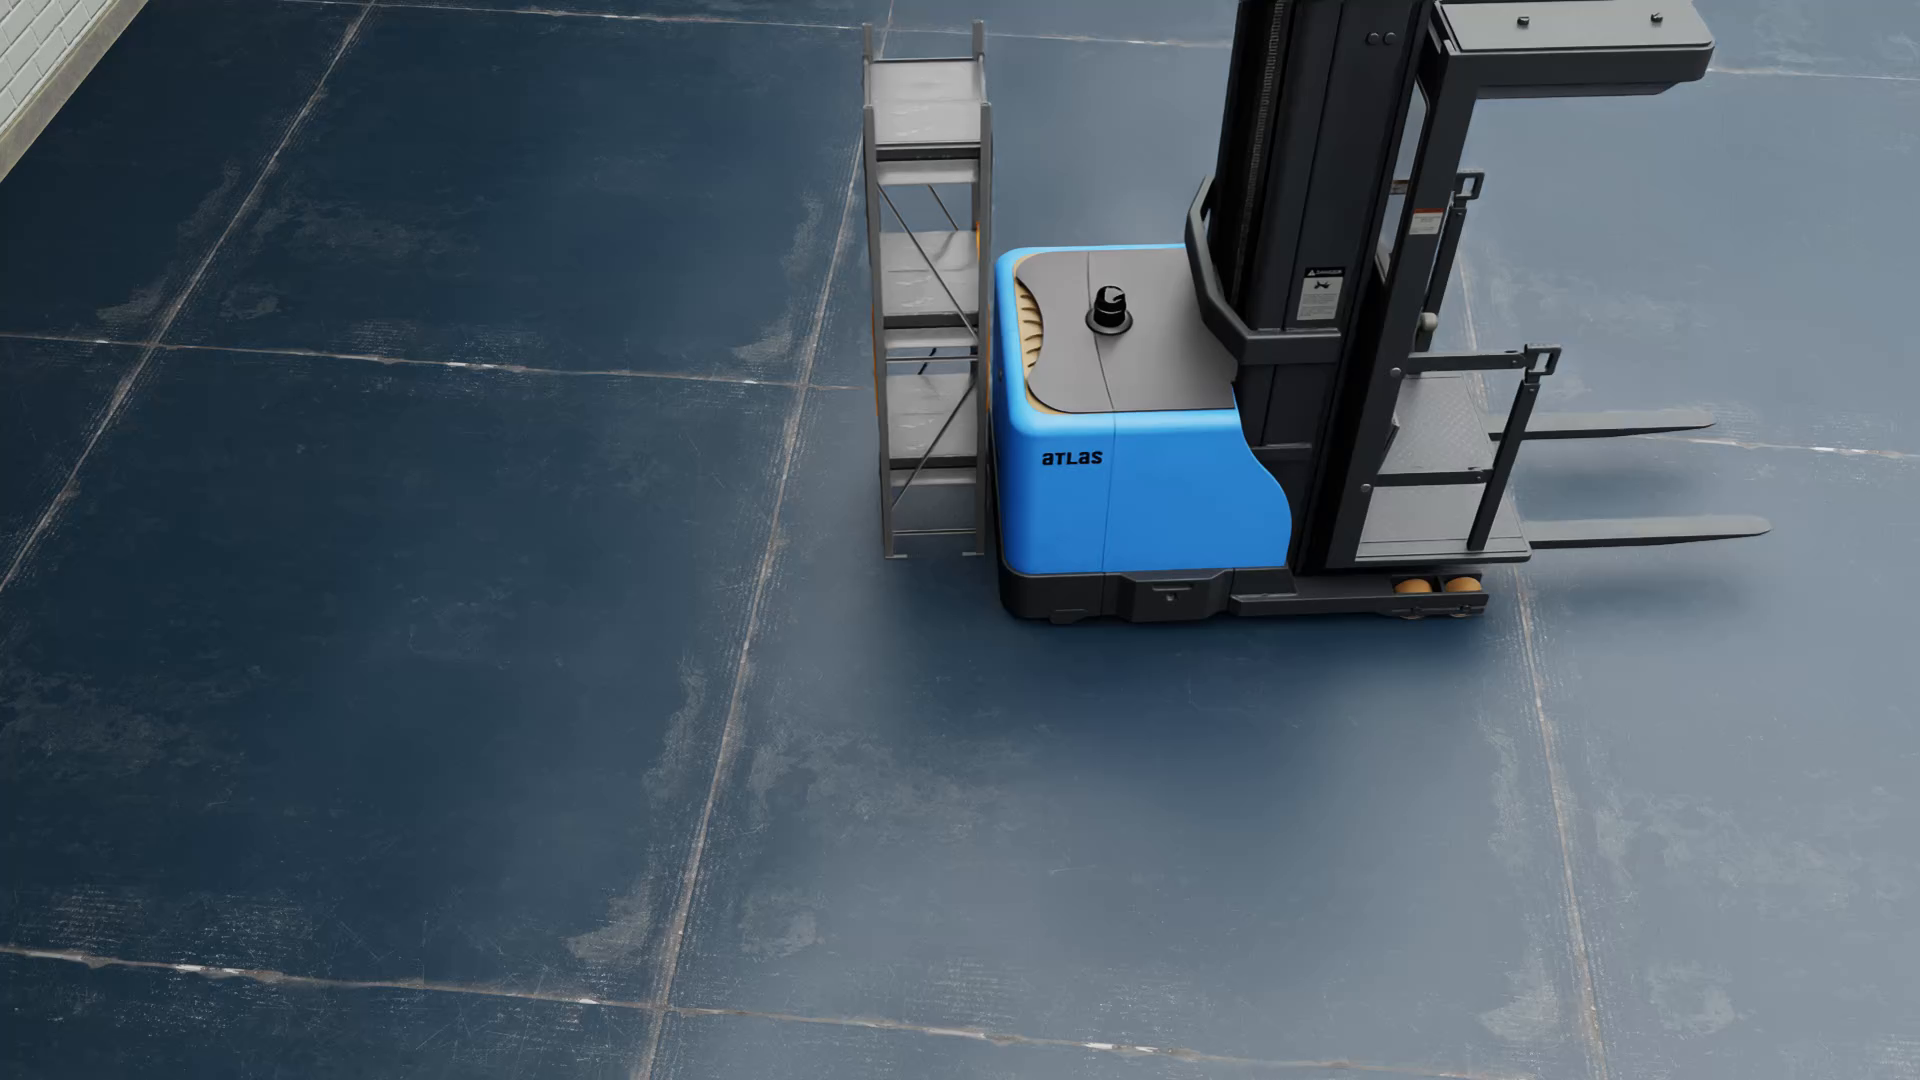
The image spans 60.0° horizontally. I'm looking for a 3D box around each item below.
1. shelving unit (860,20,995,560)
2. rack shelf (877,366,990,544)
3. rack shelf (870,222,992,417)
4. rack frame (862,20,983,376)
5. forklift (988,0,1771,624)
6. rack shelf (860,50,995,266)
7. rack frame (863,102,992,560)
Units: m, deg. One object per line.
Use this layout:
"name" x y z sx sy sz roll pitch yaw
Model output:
"shelving unit" -0.113 -0.822 6.104 0.431 2.100 0.503 -2 48 -2
"rack shelf" -0.113 -0.340 6.631 0.431 0.518 0.480 -2 48 -2
"rack shelf" -0.113 -0.812 6.114 0.431 0.518 0.480 -2 48 -2
"rack frame" -0.124 -1.001 6.269 0.400 2.100 0.015 -2 48 -2
"forklift" 1.652 -1.073 5.771 3.031 2.935 1.130 -2 48 -2
"rack shelf" -0.113 -1.285 5.598 0.431 0.518 0.480 -2 48 -2
"rack frame" -0.102 -0.642 5.940 0.400 2.100 0.015 -2 48 -2
